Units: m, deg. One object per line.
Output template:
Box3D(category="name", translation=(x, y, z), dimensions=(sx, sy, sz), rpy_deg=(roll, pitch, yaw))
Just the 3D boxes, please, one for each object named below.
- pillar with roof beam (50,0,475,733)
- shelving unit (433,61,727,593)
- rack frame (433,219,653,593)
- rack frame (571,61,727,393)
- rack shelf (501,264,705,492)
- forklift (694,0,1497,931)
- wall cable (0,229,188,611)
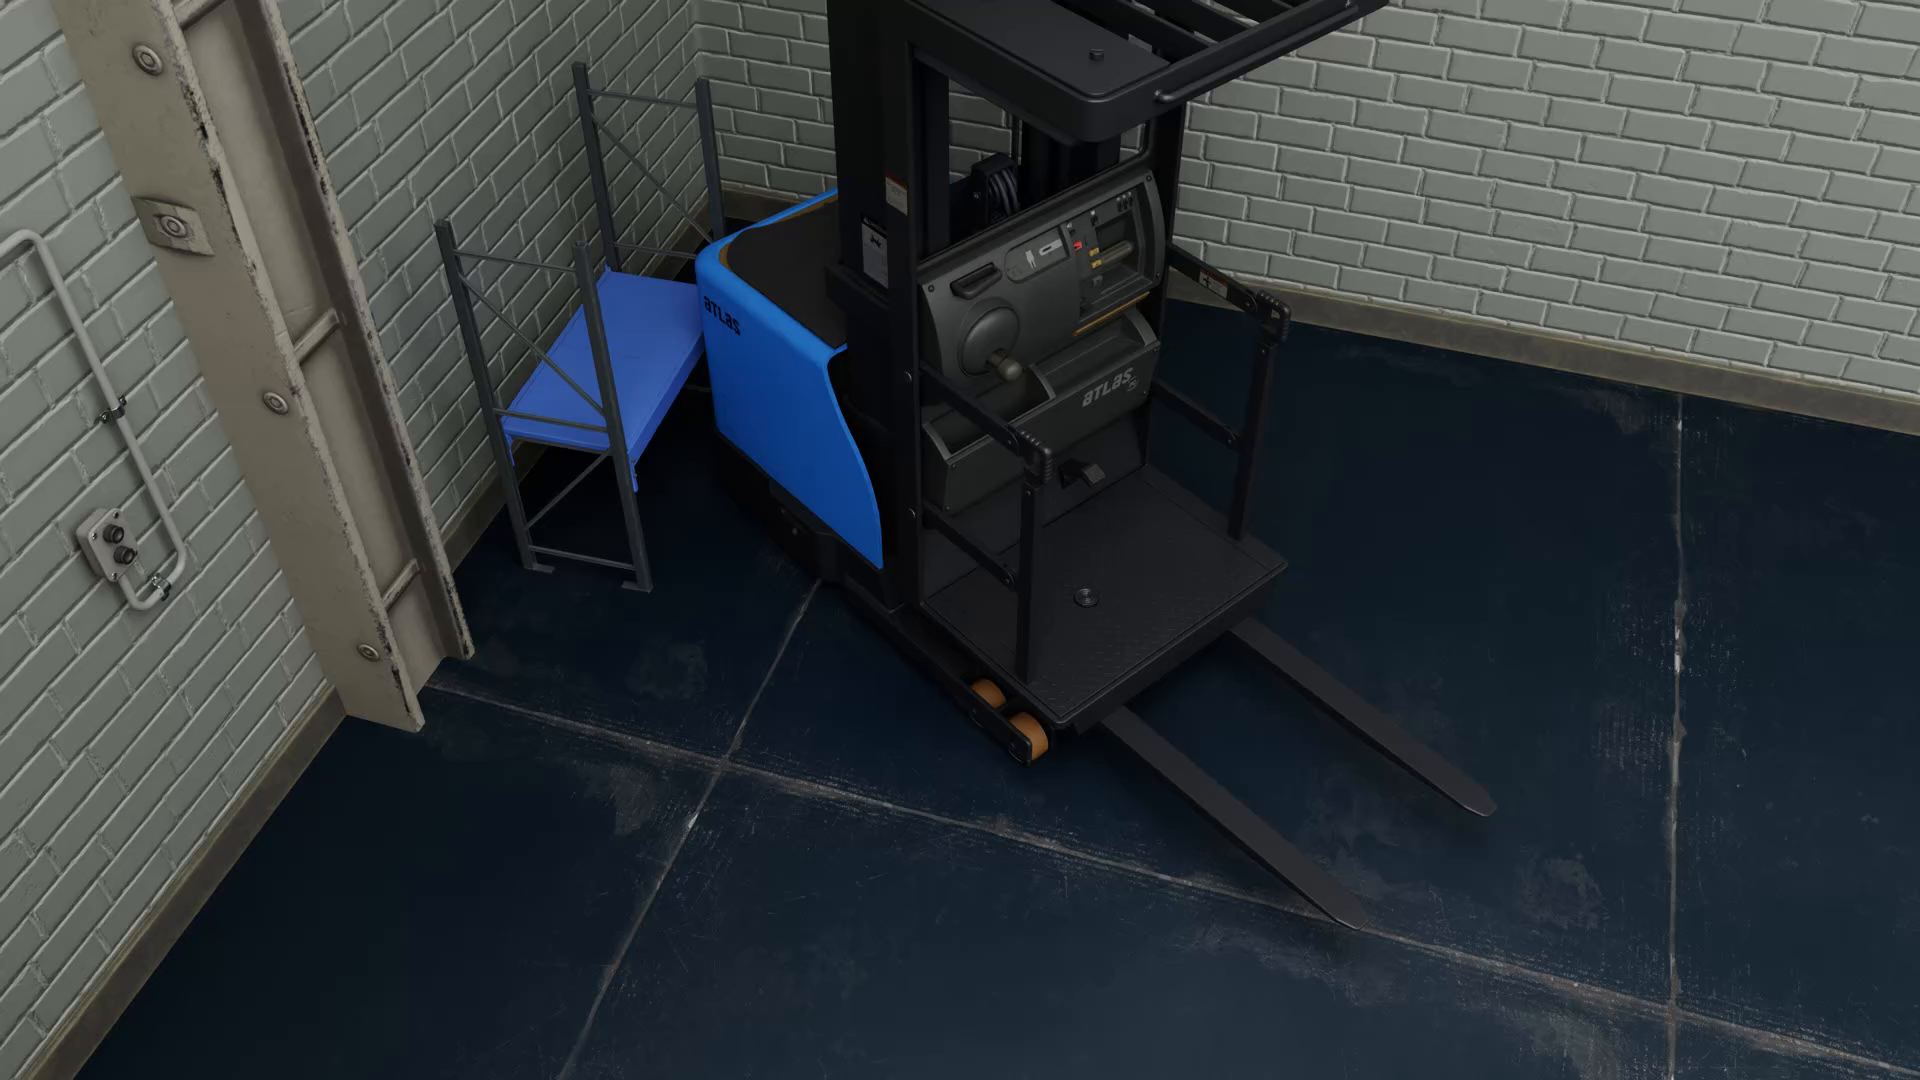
Box3D(category="pillar with roof beam", translation=(2.193, -1.821, 1.677), dimensions=(9.100, 9.000, 0.400), rpy_deg=(13, 46, 13))
Box3D(category="shelving unit", translation=(-1.238, -0.740, 5.934), dimensions=(0.538, 1.500, 1.048), rpy_deg=(10, 45, 10))
Box3D(category="rack frame", translation=(-1.367, -0.396, 5.582), dimensions=(0.500, 1.500, 0.032), rpy_deg=(10, 45, 10))
Box3D(category="rack frame", translation=(-1.109, -1.084, 6.285), dimensions=(0.500, 1.500, 0.032), rpy_deg=(10, 45, 10))
Box3D(category="rack shelf", translation=(-1.238, -0.612, 6.059), dimensions=(0.538, 0.185, 1.000), rpy_deg=(10, 45, 10))
Box3D(category="forklift", translation=(0.407, -0.718, 4.888), dimensions=(1.130, 2.935, 3.031), rpy_deg=(-31, 52, -28))
Box3D(category="wall cable", translation=(-2.417, -0.022, 3.402), dimensions=(0.084, 1.984, 1.851), rpy_deg=(13, 46, 13))
